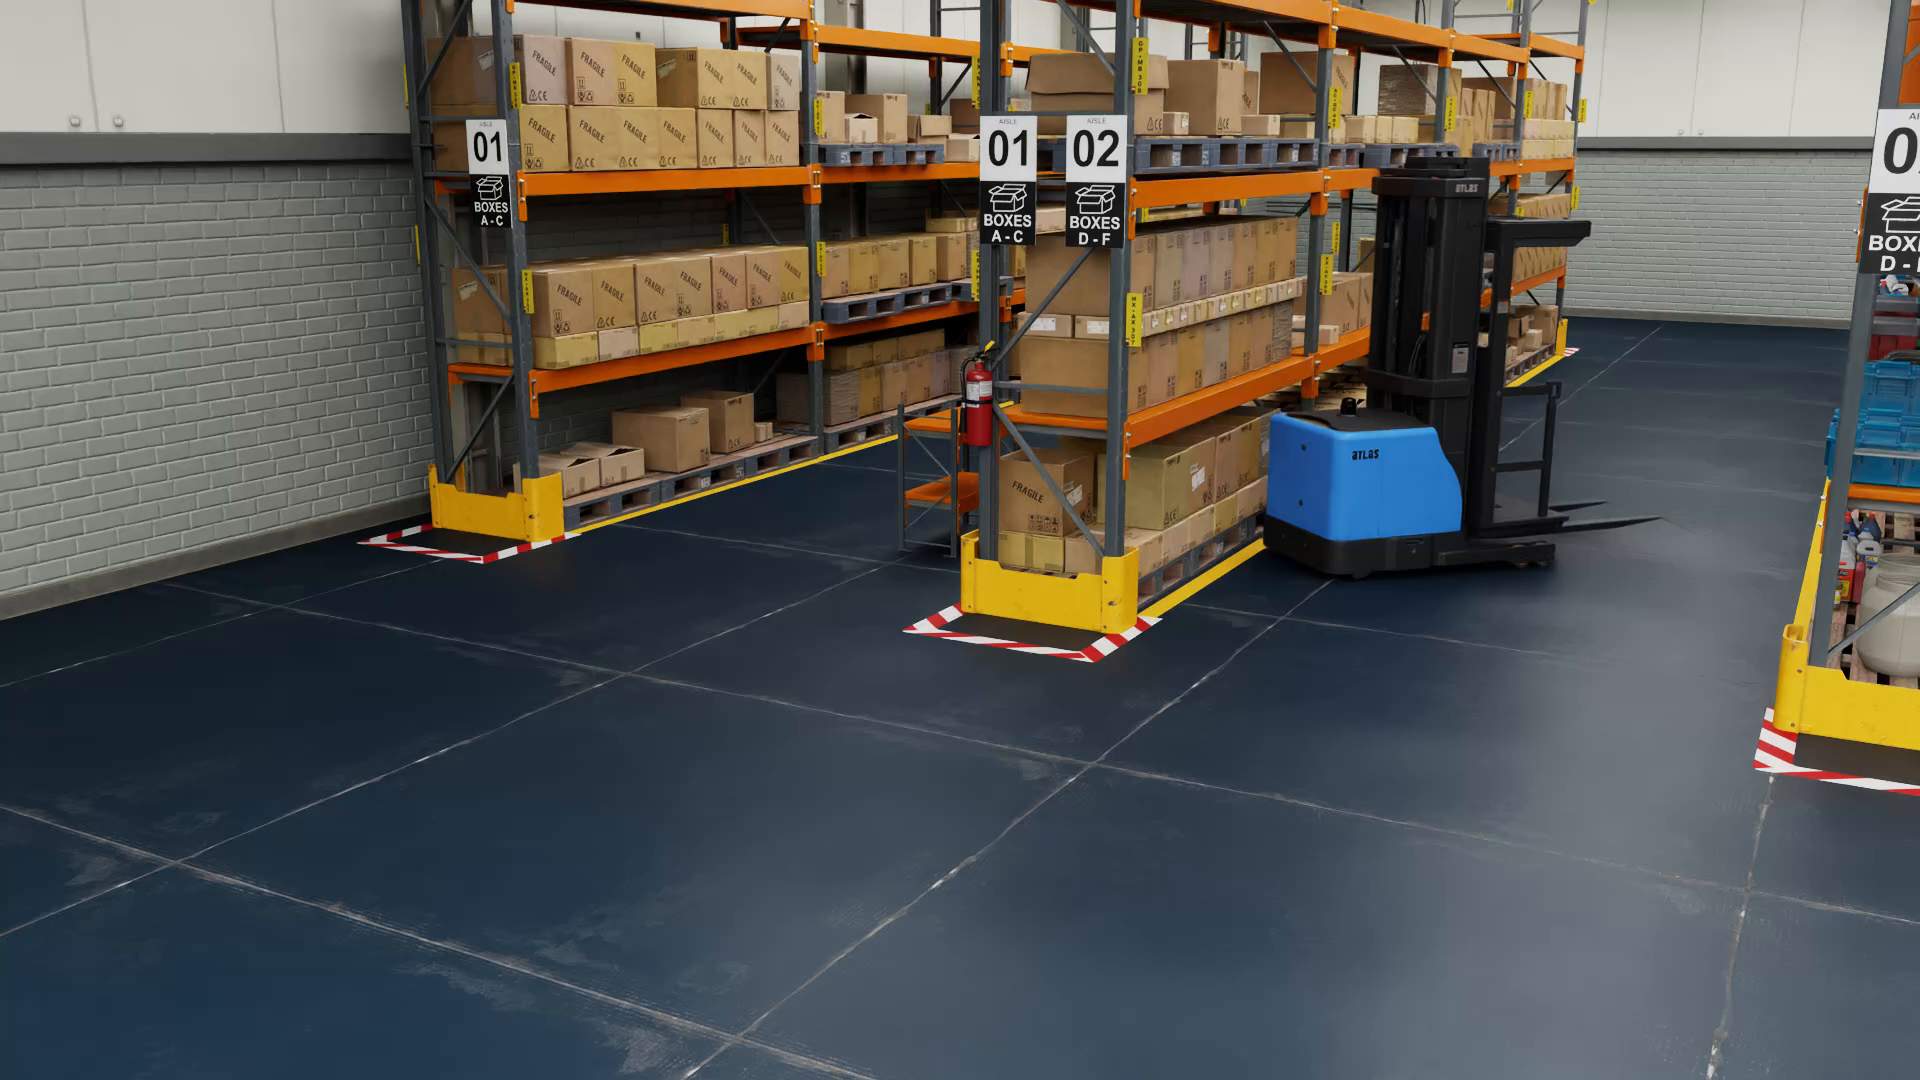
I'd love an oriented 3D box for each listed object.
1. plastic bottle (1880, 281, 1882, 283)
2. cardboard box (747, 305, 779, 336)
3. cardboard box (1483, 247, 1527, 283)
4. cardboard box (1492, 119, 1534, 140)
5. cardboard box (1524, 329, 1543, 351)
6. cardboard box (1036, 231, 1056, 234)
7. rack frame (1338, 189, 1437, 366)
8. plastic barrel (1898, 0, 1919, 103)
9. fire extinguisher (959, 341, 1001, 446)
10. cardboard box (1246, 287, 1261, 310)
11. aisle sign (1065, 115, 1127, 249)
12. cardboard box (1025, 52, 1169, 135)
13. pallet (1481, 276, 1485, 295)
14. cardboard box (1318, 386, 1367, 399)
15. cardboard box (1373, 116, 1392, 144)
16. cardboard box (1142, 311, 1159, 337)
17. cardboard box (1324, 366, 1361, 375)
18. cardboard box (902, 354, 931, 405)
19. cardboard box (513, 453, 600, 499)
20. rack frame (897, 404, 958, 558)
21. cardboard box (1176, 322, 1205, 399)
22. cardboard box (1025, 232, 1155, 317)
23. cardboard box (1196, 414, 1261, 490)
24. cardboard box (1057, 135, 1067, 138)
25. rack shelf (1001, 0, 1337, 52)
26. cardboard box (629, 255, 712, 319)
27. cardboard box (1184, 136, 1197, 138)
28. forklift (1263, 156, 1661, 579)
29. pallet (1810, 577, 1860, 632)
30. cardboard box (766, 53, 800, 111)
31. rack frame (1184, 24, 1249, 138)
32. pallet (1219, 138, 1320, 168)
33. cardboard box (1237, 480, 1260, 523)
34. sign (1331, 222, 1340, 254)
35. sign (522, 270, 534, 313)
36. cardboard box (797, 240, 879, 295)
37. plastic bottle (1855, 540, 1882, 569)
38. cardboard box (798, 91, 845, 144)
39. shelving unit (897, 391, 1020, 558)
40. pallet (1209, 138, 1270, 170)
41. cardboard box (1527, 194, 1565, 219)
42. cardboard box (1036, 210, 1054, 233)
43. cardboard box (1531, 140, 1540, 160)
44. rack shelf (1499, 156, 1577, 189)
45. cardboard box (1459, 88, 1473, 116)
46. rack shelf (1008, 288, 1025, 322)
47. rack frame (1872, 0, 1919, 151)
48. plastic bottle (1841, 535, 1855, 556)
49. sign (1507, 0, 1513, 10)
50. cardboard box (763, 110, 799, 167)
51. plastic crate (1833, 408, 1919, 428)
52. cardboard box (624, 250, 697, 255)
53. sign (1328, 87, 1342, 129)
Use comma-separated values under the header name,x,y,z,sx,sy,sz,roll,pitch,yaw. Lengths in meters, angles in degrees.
name,x,y,z,sx,sy,sz,roll,pitch,yaw
plastic bottle,9.909,-2.651,17.904,0.097,0.271,0.097,0,14,0
cardboard box,-2.028,-2.046,15.398,0.500,0.250,0.500,7,15,28
cardboard box,6.874,-3.545,21.126,0.500,0.500,0.500,8,16,30
cardboard box,6.842,-5.123,20.736,0.500,0.250,0.500,7,15,28
cardboard box,7.790,-2.790,23.134,0.500,0.250,0.500,7,15,28
cardboard box,0.838,-3.543,20.438,0.500,0.500,0.500,8,16,30
rack frame,4.456,-2.602,17.428,1.000,3.000,0.127,7,15,28
plastic barrel,5.046,-2.384,8.311,0.600,0.830,0.708,7,15,28
fire extinguisher,0.125,-0.952,10.747,0.296,0.674,0.183,7,15,28
cardboard box,2.085,-1.857,12.739,0.380,0.149,0.250,7,15,28
aisle sign,0.825,-2.177,10.115,0.394,0.787,0.004,7,15,28
cardboard box,0.870,-2.859,10.678,0.797,0.503,0.637,9,16,32
pallet,5.392,-2.909,19.108,1.003,0.211,1.213,7,15,28
cardboard box,3.682,-1.294,15.775,0.500,0.311,0.500,8,16,30
cardboard box,3.762,-3.867,15.696,0.500,0.250,0.500,7,15,27
cardboard box,1.092,-1.436,10.991,0.380,0.149,0.250,7,15,27
cardboard box,3.945,-1.668,17.328,0.500,0.311,0.500,8,16,30
cardboard box,-0.751,-1.810,18.537,0.700,0.500,0.500,7,15,28
cardboard box,-3.337,-0.560,13.755,0.500,0.311,0.500,6,15,22
rack frame,-0.242,-0.444,12.475,0.500,1.125,0.032,7,15,28
cardboard box,1.320,-1.314,11.868,0.700,0.500,0.500,7,15,28
cardboard box,0.851,-1.746,10.892,0.700,0.500,0.500,7,15,28
cardboard box,1.999,-0.690,12.864,0.500,0.500,0.500,7,15,28
cardboard box,1.019,-5.319,21.144,0.700,0.500,0.500,7,15,28
rack shelf,1.555,-3.744,11.750,1.077,0.370,4.000,7,15,28
cardboard box,-2.514,-2.200,14.435,0.500,0.500,0.500,8,16,30
cardboard box,3.116,-5.942,24.093,0.500,0.250,0.500,7,15,26
forklift,3.865,-1.338,12.328,3.031,2.935,1.130,-5,14,-19
pallet,5.906,0.520,10.425,1.003,0.211,1.213,7,15,28
cardboard box,-1.821,-4.211,15.312,0.500,0.500,0.500,6,15,23
rack frame,3.985,-7.721,25.858,1.000,3.000,0.127,7,15,28
pallet,2.132,-3.019,12.945,1.003,0.211,1.213,7,15,28
cardboard box,2.010,-0.324,12.946,0.500,0.250,0.500,7,15,28
sign,3.976,-3.186,17.548,0.100,0.325,0.005,7,15,28
sign,-3.275,-1.881,12.588,0.100,0.325,0.005,7,15,28
cardboard box,-1.264,-2.819,17.175,0.700,0.500,0.500,9,16,34
plastic bottle,5.948,0.147,10.898,0.152,0.276,0.135,7,15,28
cardboard box,-1.482,-4.156,16.364,0.500,0.500,0.500,10,17,36
shelving unit,0.003,-0.548,12.907,0.538,1.125,1.048,7,15,28
pallet,1.541,-2.770,11.910,1.003,0.211,1.213,7,15,28
cardboard box,8.105,-4.552,23.169,0.500,0.500,0.500,8,16,30
cardboard box,0.822,-3.905,20.339,0.500,0.250,0.500,7,15,27
cardboard box,7.086,-4.982,21.219,0.500,0.250,0.500,7,15,28
rack shelf,7.356,-4.942,22.267,1.077,0.370,4.000,7,15,28
cardboard box,5.439,-4.814,18.877,0.600,0.600,0.600,7,15,26
rack shelf,1.084,-3.223,21.539,1.077,0.370,4.000,7,15,28
rack frame,4.923,-3.316,7.586,1.000,3.000,0.127,7,15,28
plastic bottle,5.716,0.137,10.779,0.144,0.351,0.185,8,16,30
sign,7.848,-7.714,23.669,0.100,0.325,0.005,7,15,28
cardboard box,-1.845,-3.727,15.435,0.500,0.500,0.500,8,16,30
plastic crate,5.222,-0.596,9.423,0.499,0.251,0.408,7,15,28
cardboard box,-2.725,-2.363,15.114,0.500,0.500,0.500,8,16,30
sign,3.009,-3.467,13.343,0.100,0.325,0.005,7,15,28
